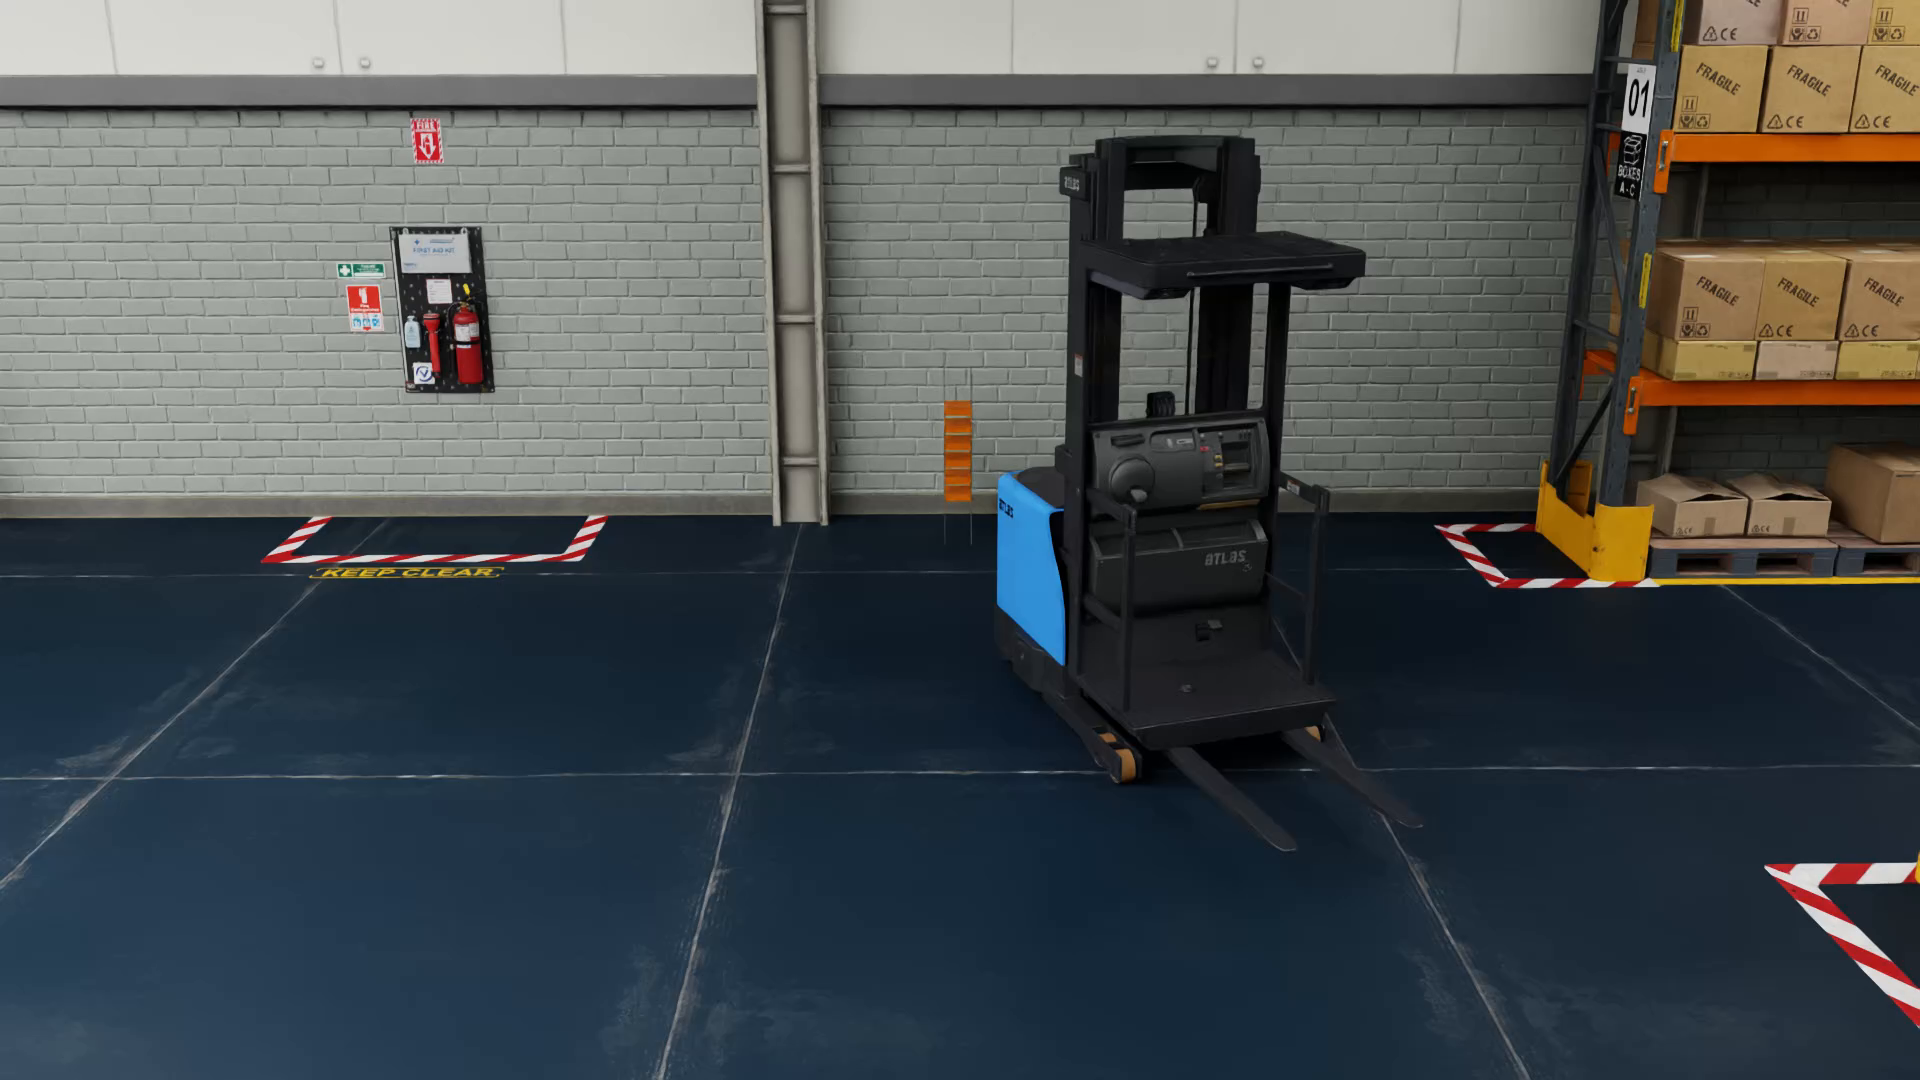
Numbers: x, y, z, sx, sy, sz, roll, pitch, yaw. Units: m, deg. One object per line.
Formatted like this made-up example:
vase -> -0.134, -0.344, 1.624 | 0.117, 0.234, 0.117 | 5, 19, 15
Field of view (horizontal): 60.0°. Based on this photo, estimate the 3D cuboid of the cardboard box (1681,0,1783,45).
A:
cardboard box -> 4.563, -3.228, 9.955 | 0.500, 0.500, 0.500 | -2, 18, -5

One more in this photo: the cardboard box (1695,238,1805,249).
cardboard box -> 5.146, -1.700, 10.923 | 0.500, 0.500, 0.500 | 0, 18, 0

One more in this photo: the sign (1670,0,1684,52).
sign -> 4.183, -3.017, 9.701 | 0.005, 0.325, 0.100 | 0, 18, -1

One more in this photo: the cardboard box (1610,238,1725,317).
cardboard box -> 4.642, -1.701, 10.924 | 0.500, 0.500, 0.500 | 0, 18, -1

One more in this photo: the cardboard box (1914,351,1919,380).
cardboard box -> 6.201, -1.191, 10.563 | 0.500, 0.250, 0.500 | 0, 18, 0

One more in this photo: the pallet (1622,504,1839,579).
pallet -> 5.063, -0.004, 11.215 | 1.213, 0.211, 1.003 | 0, 18, -1

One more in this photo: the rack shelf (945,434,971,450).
rack shelf -> -0.014, -0.643, 11.341 | 0.180, 0.103, 0.258 | 0, 18, -1

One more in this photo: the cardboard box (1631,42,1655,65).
cardboard box -> 4.588, -2.903, 10.580 | 0.500, 0.500, 0.500 | 1, 18, 3

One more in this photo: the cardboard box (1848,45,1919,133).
cardboard box -> 5.569, -2.745, 10.086 | 0.500, 0.500, 0.500 | 1, 18, 2

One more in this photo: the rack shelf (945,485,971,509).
rack shelf -> -0.014, -0.300, 11.451 | 0.180, 0.103, 0.258 | 0, 18, -1

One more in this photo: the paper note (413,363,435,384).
paper note -> -3.788, -1.178, 11.750 | 0.142, 0.148, 0.016 | 0, 18, -1

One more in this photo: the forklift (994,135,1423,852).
forklift -> 1.154, -0.374, 7.916 | 1.130, 2.935, 3.031 | -6, 19, -18

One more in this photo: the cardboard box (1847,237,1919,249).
cardboard box -> 6.166, -1.707, 10.942 | 0.500, 0.500, 0.500 | 0, 18, 0

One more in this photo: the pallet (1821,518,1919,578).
pallet -> 6.280, -0.009, 11.231 | 1.213, 0.211, 1.003 | 0, 18, -1

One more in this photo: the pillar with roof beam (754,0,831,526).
pillar with roof beam -> -1.071, -3.119, 6.538 | 0.400, 9.000, 9.100 | 0, 18, -1

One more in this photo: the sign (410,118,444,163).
sign -> -3.620, -2.711, 11.293 | 0.199, 0.298, 0.001 | 0, 18, -1

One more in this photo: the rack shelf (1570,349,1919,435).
rack shelf -> 6.174, -1.006, 10.950 | 4.000, 0.370, 1.077 | 0, 18, -1

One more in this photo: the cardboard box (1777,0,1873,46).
cardboard box -> 5.066, -3.215, 9.914 | 0.500, 0.500, 0.500 | 0, 18, -1

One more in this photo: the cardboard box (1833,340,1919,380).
cardboard box -> 5.696, -1.190, 10.558 | 0.500, 0.250, 0.500 | -1, 18, -2

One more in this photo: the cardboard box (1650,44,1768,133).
cardboard box -> 4.513, -2.749, 10.100 | 0.500, 0.500, 0.500 | 0, 18, 1

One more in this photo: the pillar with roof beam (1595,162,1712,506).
pillar with roof beam -> 4.929, -3.148, 6.629 | 0.400, 9.000, 9.100 | 0, 18, -1

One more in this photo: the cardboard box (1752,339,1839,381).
cardboard box -> 5.186, -1.189, 10.556 | 0.500, 0.250, 0.500 | -1, 18, -3

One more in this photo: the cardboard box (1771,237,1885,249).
cardboard box -> 5.663, -1.704, 10.934 | 0.500, 0.500, 0.500 | -1, 18, -2

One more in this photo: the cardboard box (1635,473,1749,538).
cardboard box -> 4.868, -0.244, 11.078 | 0.500, 0.311, 0.500 | -2, 18, -7

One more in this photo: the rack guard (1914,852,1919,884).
rack guard -> 4.232, 1.365, 6.475 | 0.348, 0.500, 1.175 | 0, 18, -1

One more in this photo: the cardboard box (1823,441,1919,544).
cardboard box -> 6.172, -0.325, 11.021 | 0.500, 0.500, 0.700 | -1, 18, -4

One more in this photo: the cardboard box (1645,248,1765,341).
cardboard box -> 4.656, -1.544, 10.436 | 0.500, 0.500, 0.500 | 0, 18, -1

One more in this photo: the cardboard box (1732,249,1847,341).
cardboard box -> 5.151, -1.544, 10.434 | 0.500, 0.500, 0.500 | 0, 18, -1

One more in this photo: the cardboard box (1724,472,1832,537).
cardboard box -> 5.438, -0.246, 11.086 | 0.500, 0.311, 0.500 | 1, 18, 4

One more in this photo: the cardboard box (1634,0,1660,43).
cardboard box -> 4.601, -3.382, 10.436 | 0.500, 0.500, 0.500 | 1, 18, 2

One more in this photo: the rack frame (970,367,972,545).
rack frame -> 0.077, -0.572, 11.365 | 0.006, 1.200, 0.240 | 0, 18, -1

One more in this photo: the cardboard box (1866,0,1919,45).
cardboard box -> 5.578, -3.221, 9.933 | 0.500, 0.500, 0.500 | 0, 18, 1

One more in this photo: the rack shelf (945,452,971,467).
rack shelf -> -0.014, -0.529, 11.378 | 0.180, 0.103, 0.258 | 0, 18, -1

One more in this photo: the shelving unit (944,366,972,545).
shelving unit -> -0.014, -0.571, 11.364 | 0.189, 1.200, 0.258 | 0, 18, -1

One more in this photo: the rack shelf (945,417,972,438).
rack shelf -> -0.014, -0.757, 11.304 | 0.180, 0.103, 0.258 | 0, 18, -1

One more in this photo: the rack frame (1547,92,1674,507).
rack frame -> 4.174, -1.339, 10.810 | 0.127, 3.000, 1.000 | 0, 18, -1

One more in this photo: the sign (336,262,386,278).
sign -> -4.160, -1.872, 11.548 | 0.331, 0.109, 0.001 | 0, 18, -1

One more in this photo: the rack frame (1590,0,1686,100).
rack frame -> 4.174, -4.195, 9.893 | 0.127, 3.000, 1.000 | 0, 18, -1

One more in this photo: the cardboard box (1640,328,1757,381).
cardboard box -> 4.667, -1.182, 10.534 | 0.500, 0.250, 0.500 | -1, 18, -2

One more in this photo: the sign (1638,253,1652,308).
sign -> 4.183, -1.585, 10.161 | 0.005, 0.325, 0.100 | 0, 18, -1

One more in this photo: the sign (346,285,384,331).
sign -> -4.165, -1.623, 11.637 | 0.234, 0.329, 0.001 | 0, 18, -1

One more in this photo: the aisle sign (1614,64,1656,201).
aisle sign -> 4.107, -2.484, 10.126 | 0.004, 0.787, 0.394 | 0, 18, -1

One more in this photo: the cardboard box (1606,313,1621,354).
cardboard box -> 4.639, -1.338, 11.021 | 0.500, 0.250, 0.500 | 0, 18, 0

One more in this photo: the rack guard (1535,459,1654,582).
rack guard -> 4.250, -0.149, 11.193 | 0.348, 0.500, 1.175 | 0, 18, -1

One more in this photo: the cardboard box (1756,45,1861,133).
cardboard box -> 5.050, -2.741, 10.074 | 0.500, 0.500, 0.500 | 1, 18, 3

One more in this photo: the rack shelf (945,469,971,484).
rack shelf -> -0.014, -0.415, 11.414 | 0.180, 0.103, 0.258 | 0, 18, -1

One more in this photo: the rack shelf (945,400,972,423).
rack shelf -> -0.014, -0.872, 11.268 | 0.180, 0.103, 0.258 | 0, 18, -1

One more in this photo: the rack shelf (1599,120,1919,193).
rack shelf -> 6.174, -2.434, 10.491 | 4.000, 0.370, 1.077 | 0, 18, -1

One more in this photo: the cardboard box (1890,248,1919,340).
cardboard box -> 6.183, -1.550, 10.455 | 0.500, 0.500, 0.500 | 0, 18, 1

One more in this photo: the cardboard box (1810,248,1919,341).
cardboard box -> 5.667, -1.544, 10.436 | 0.500, 0.500, 0.500 | -1, 18, -3

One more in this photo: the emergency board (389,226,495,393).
emergency board -> -3.610, -1.577, 11.553 | 0.643, 1.169, 0.194 | 0, 18, -1
